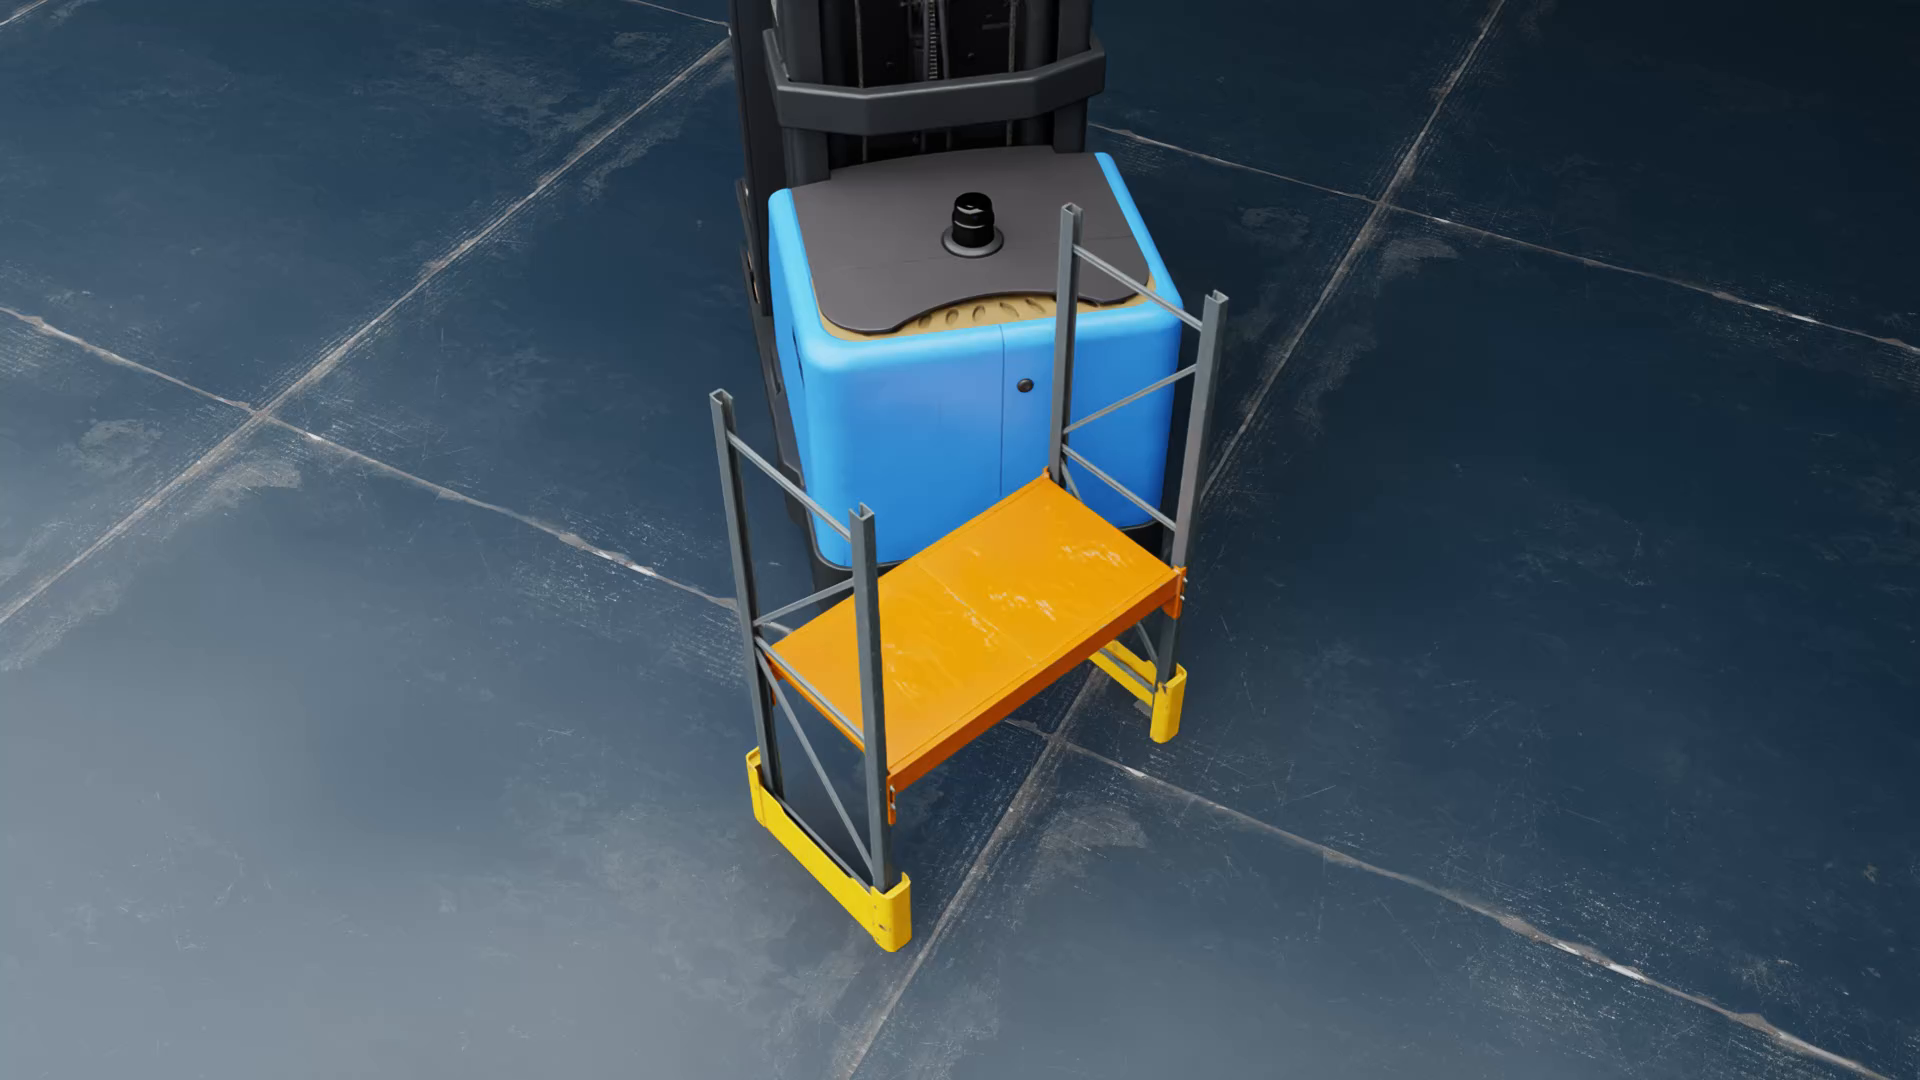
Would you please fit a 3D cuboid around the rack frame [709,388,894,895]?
[{"bbox_3d":[-0.341,0.351,3.849,0.032,1.500,0.500,-32,54,-28],"label":"rack frame"}]

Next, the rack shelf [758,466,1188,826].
[{"bbox_3d":[0.037,0.236,4.215,1.000,0.185,0.538,-32,54,-28],"label":"rack shelf"}]

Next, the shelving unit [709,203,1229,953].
[{"bbox_3d":[0.031,0.114,4.083,1.083,1.500,0.587,-32,54,-28],"label":"shelving unit"}]

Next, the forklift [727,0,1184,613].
[{"bbox_3d":[-0.192,-1.841,5.009,1.130,2.935,3.031,-8,46,-8],"label":"forklift"}]

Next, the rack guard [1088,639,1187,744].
[{"bbox_3d":[0.402,0.317,4.761,0.087,0.250,0.587,-32,54,-28],"label":"rack guard"}]

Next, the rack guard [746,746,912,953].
[{"bbox_3d":[-0.340,0.789,4.294,0.087,0.250,0.587,-32,54,-28],"label":"rack guard"}]

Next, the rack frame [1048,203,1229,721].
[{"bbox_3d":[0.416,-0.132,4.326,0.032,1.500,0.500,-32,54,-28],"label":"rack frame"}]
